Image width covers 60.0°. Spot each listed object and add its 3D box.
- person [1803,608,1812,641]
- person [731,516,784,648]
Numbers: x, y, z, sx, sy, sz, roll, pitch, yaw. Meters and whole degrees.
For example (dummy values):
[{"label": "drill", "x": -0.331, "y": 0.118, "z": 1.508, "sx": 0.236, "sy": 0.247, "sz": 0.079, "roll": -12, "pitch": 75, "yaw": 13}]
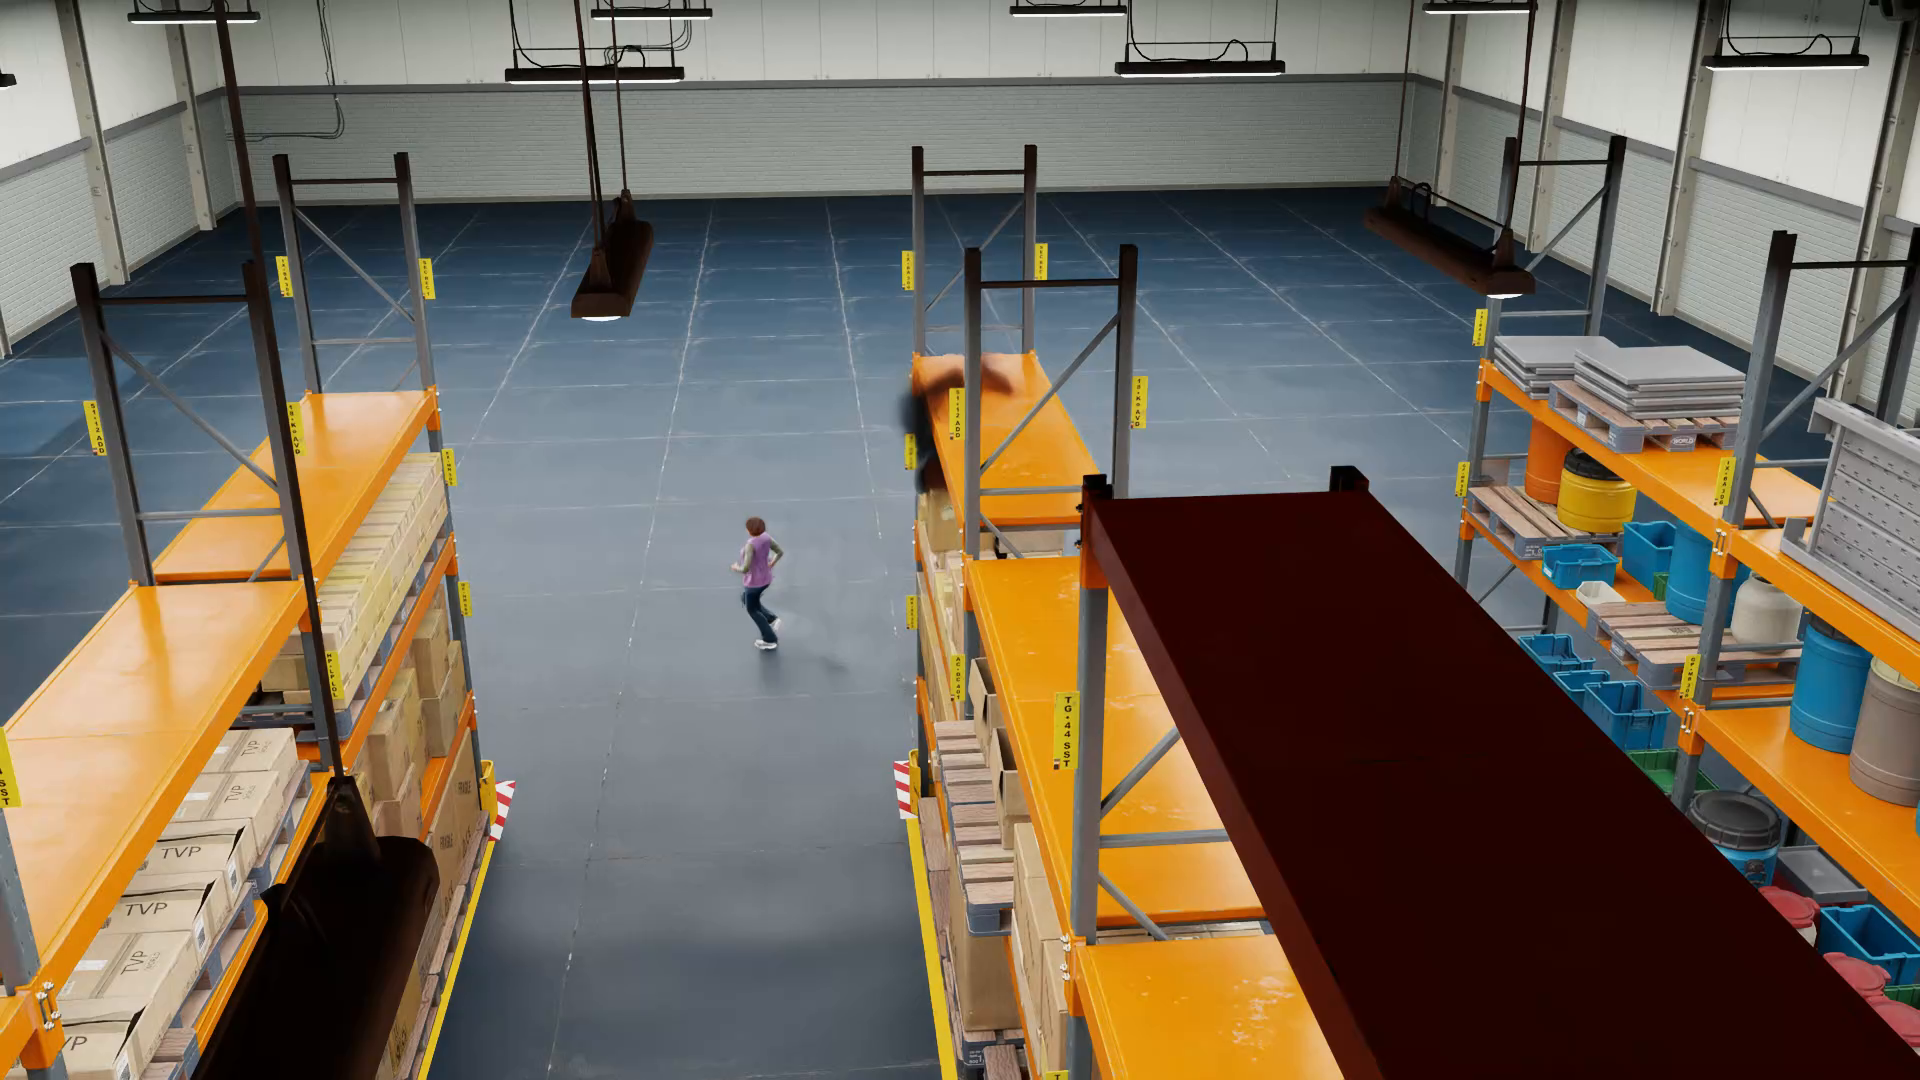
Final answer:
[{"label": "person", "x": 9.190, "y": 0.859, "z": 17.489, "sx": 0.754, "sy": 1.504, "sz": 0.542, "roll": 4, "pitch": 22, "yaw": 9}, {"label": "person", "x": -2.271, "y": 0.450, "z": 18.385, "sx": 0.541, "sy": 1.560, "sz": 0.532, "roll": 10, "pitch": 24, "yaw": 23}]
